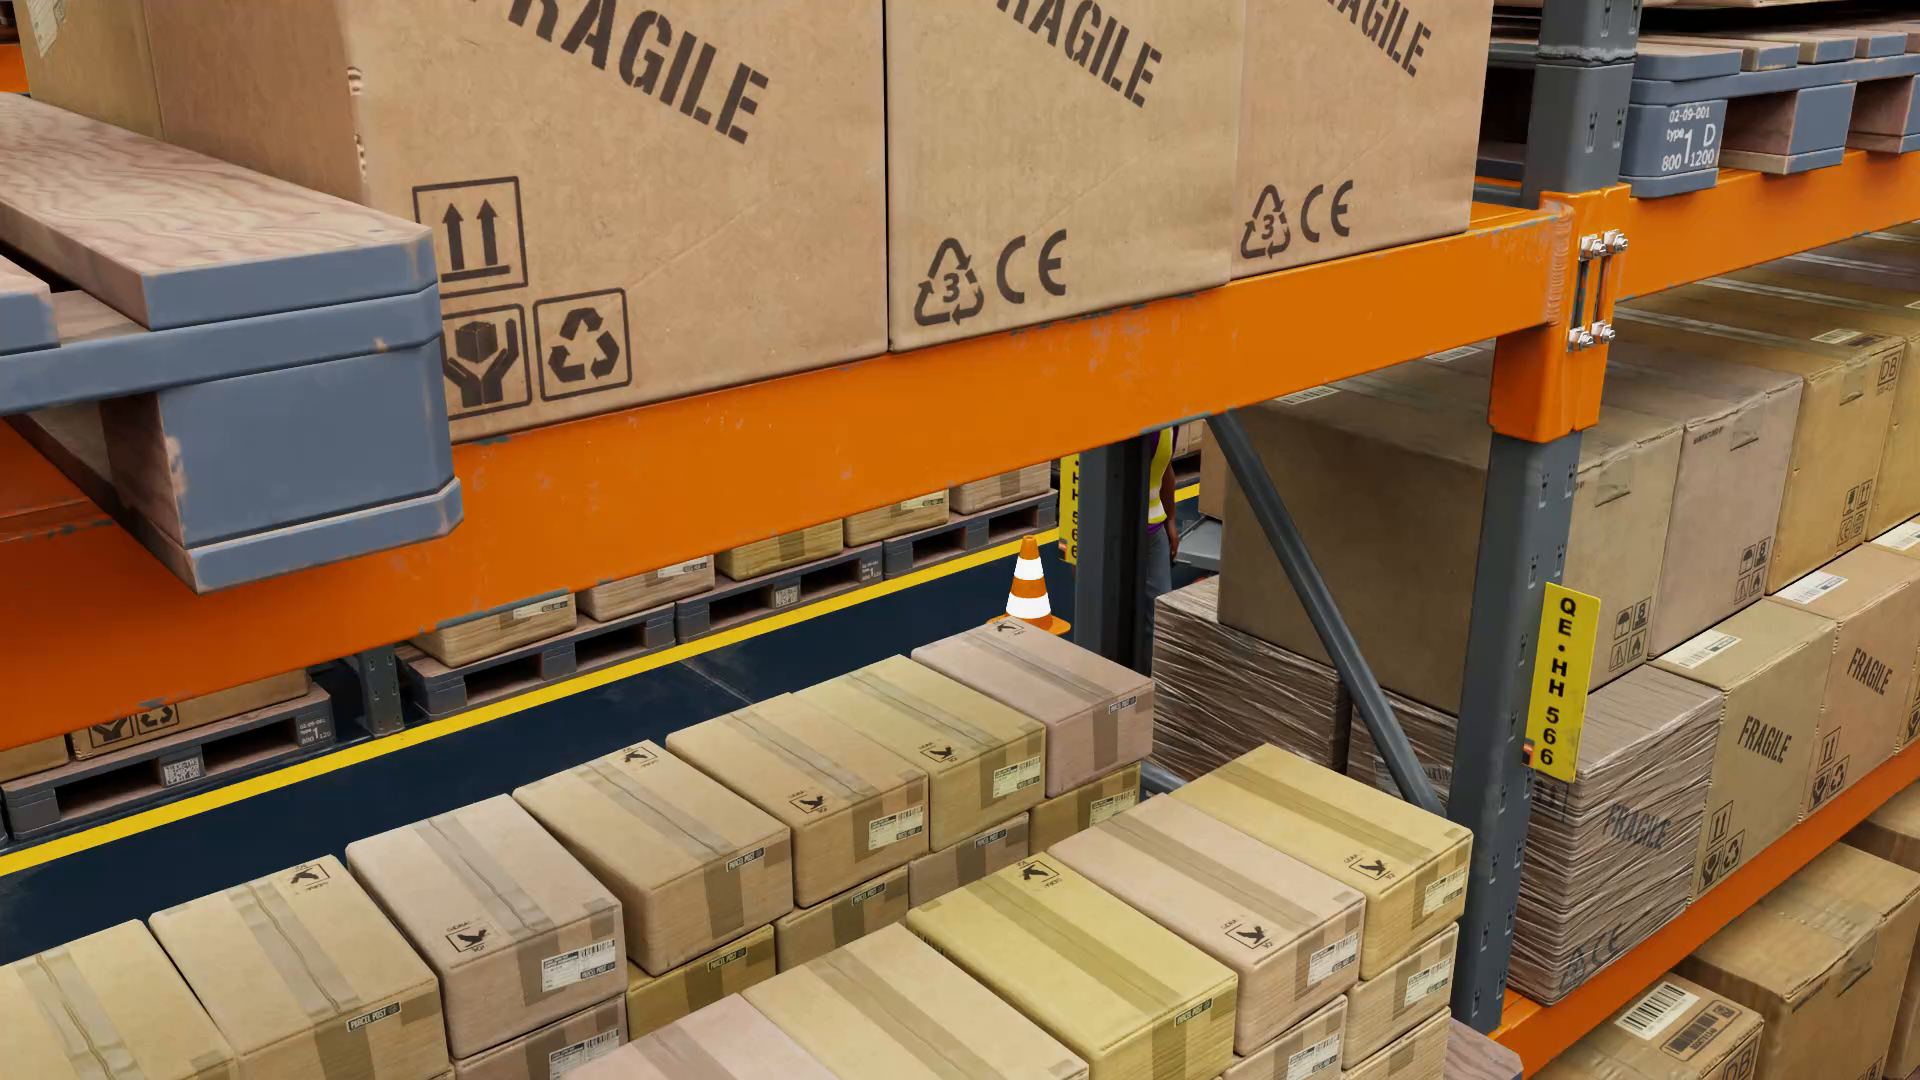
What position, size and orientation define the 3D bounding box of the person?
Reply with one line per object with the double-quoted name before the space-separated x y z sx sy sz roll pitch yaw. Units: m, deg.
"person" 0.668 0.014 6.596 0.625 1.802 0.470 -18 28 -40
